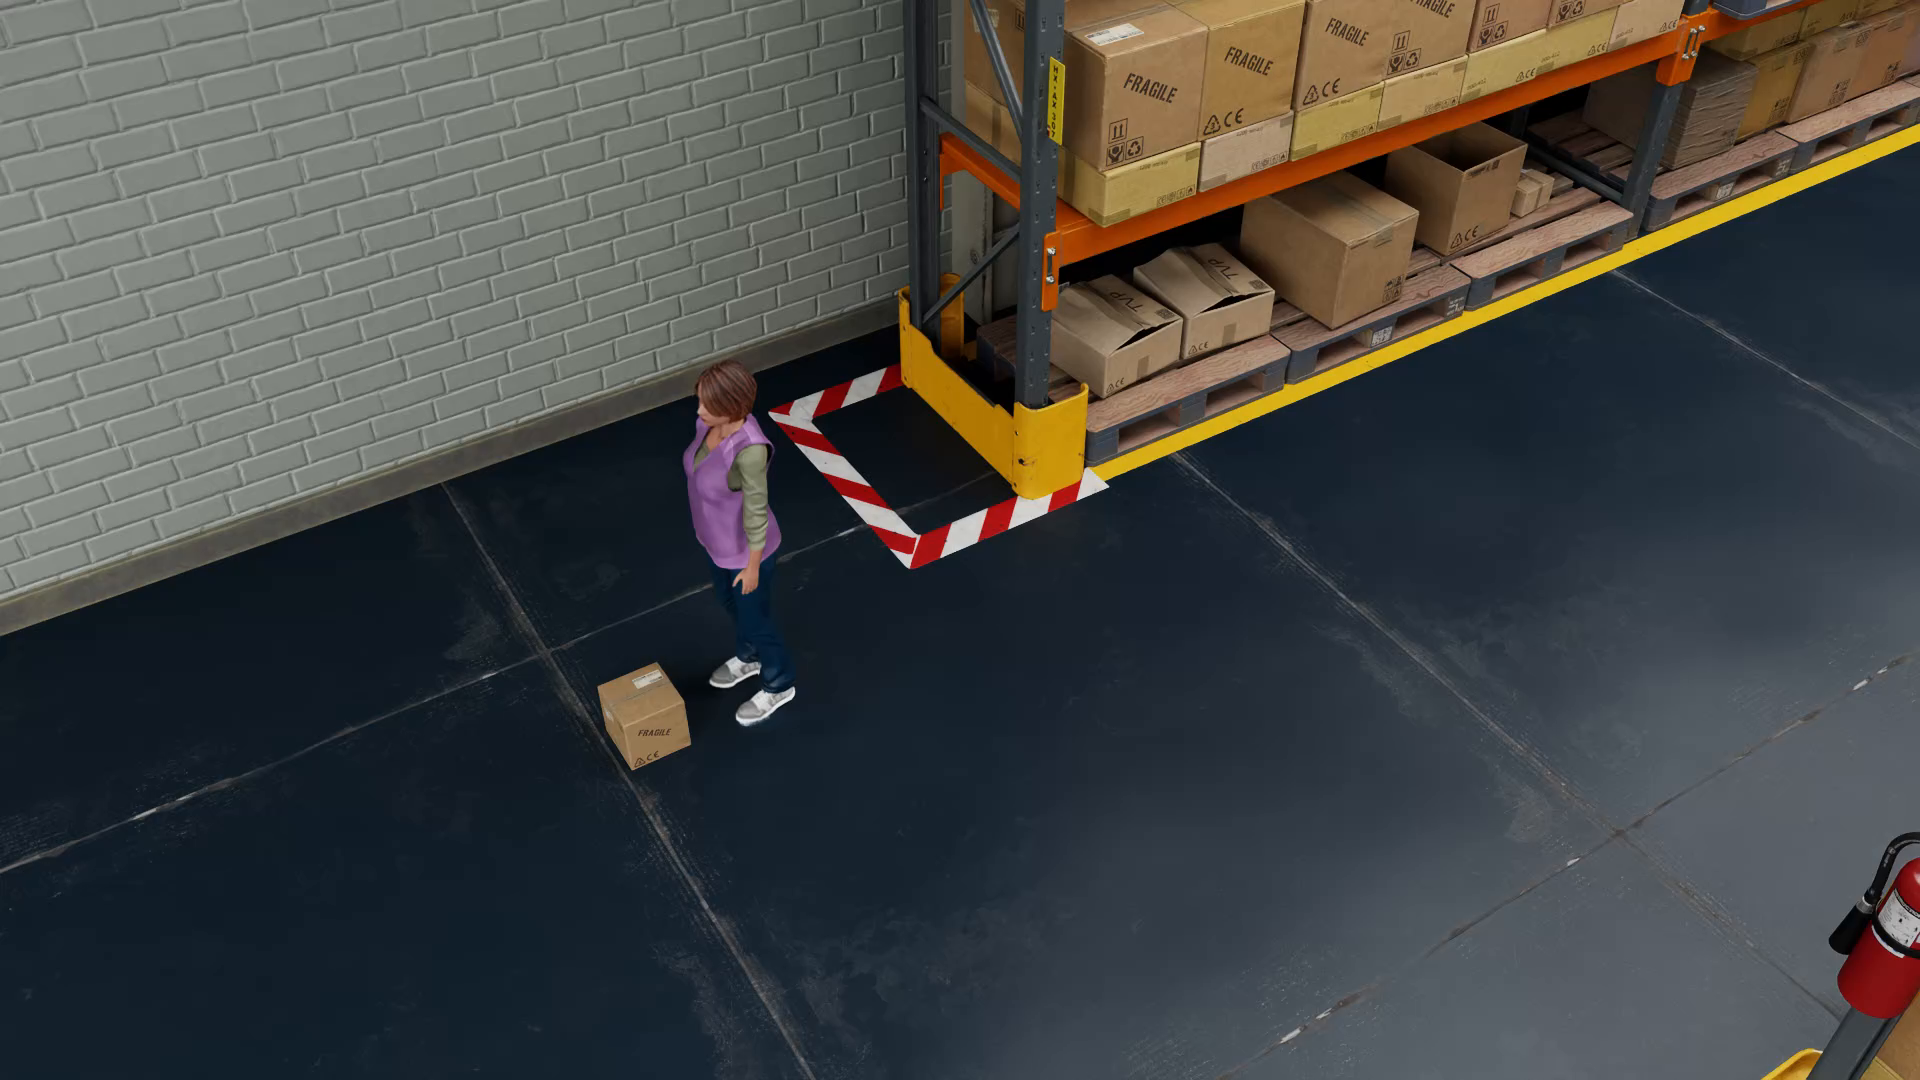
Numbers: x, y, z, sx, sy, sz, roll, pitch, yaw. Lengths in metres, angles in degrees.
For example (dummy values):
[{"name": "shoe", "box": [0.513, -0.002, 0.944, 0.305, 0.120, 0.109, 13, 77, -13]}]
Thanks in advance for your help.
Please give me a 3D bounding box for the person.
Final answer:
[{"name": "person", "box": [-0.817, 0.020, 6.157, 0.304, 1.592, 0.407, -22, 46, -23]}]
